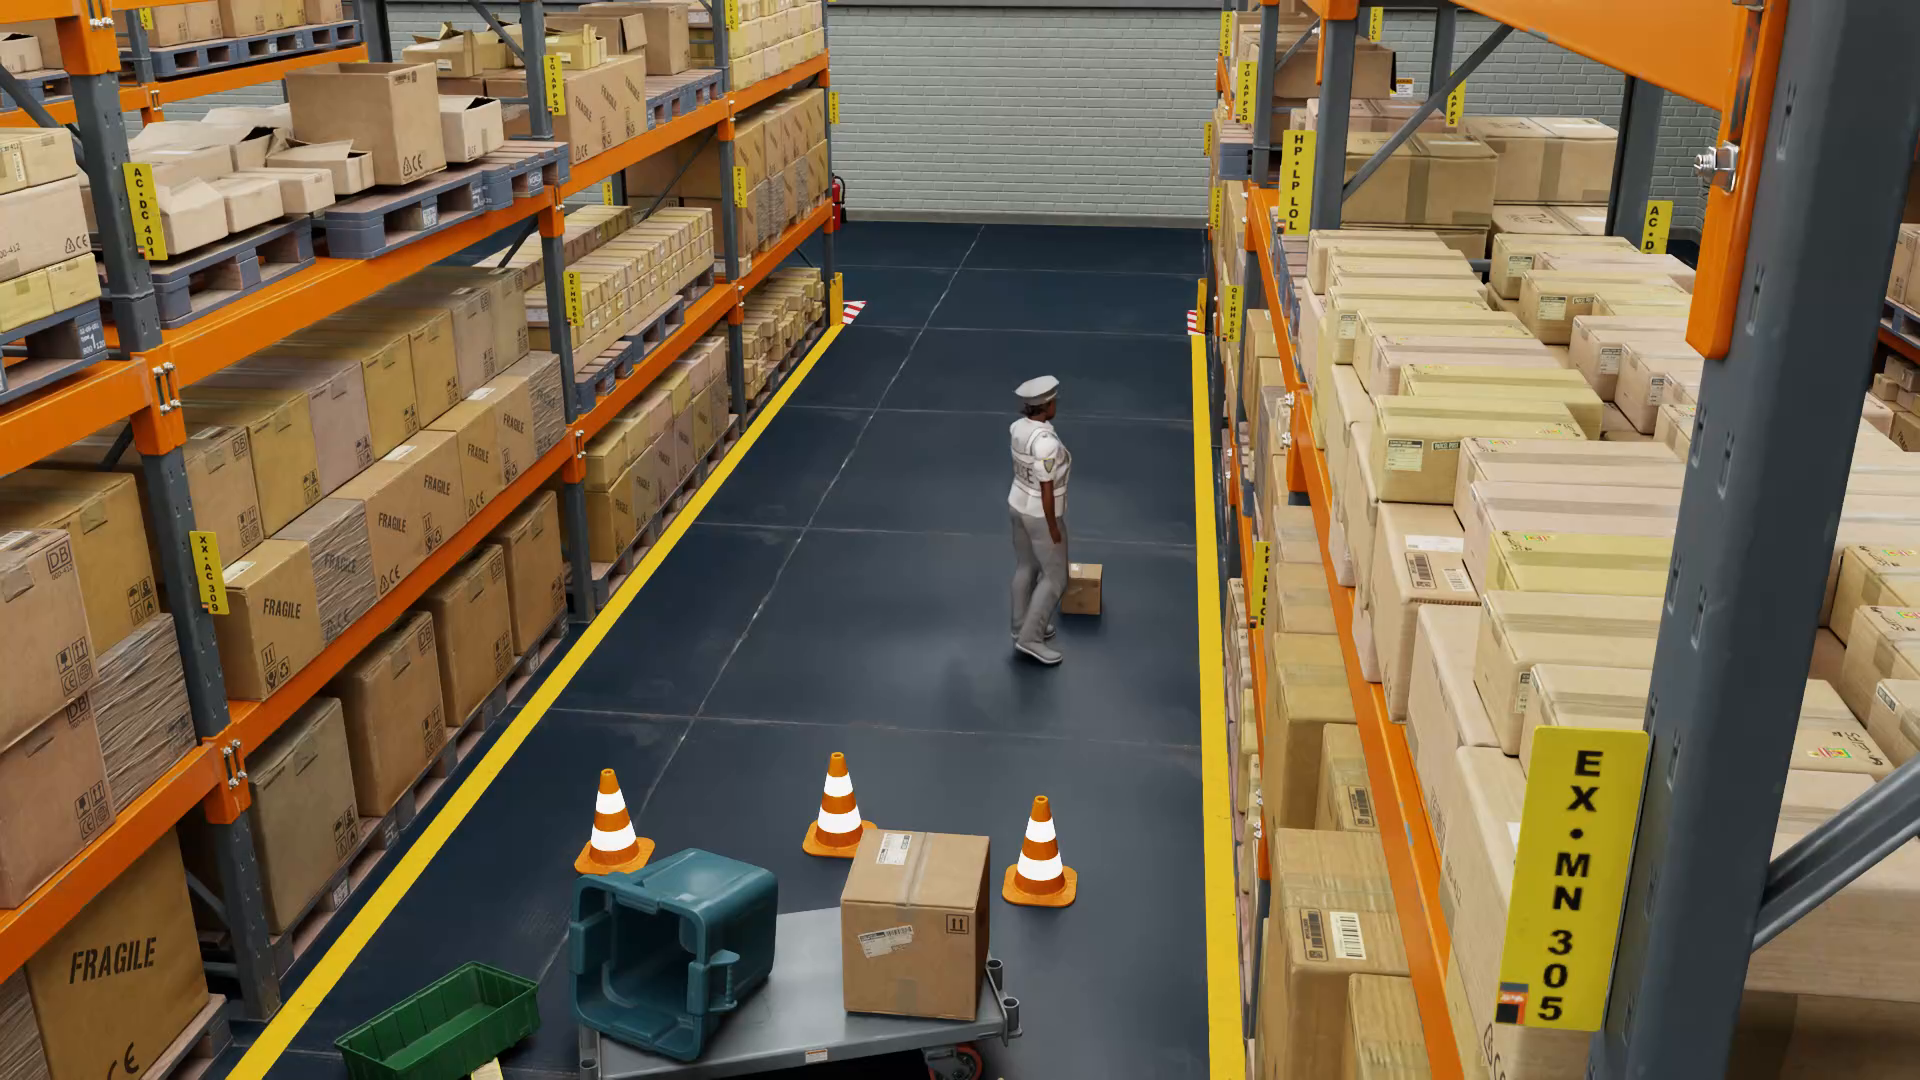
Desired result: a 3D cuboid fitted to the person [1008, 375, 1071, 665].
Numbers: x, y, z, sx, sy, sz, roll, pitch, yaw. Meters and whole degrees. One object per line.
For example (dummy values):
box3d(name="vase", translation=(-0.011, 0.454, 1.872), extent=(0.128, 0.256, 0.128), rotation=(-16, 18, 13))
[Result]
box3d(name="person", translation=(0.469, -0.130, 9.880), extent=(0.399, 1.683, 0.588), rotation=(-10, 23, -23))
